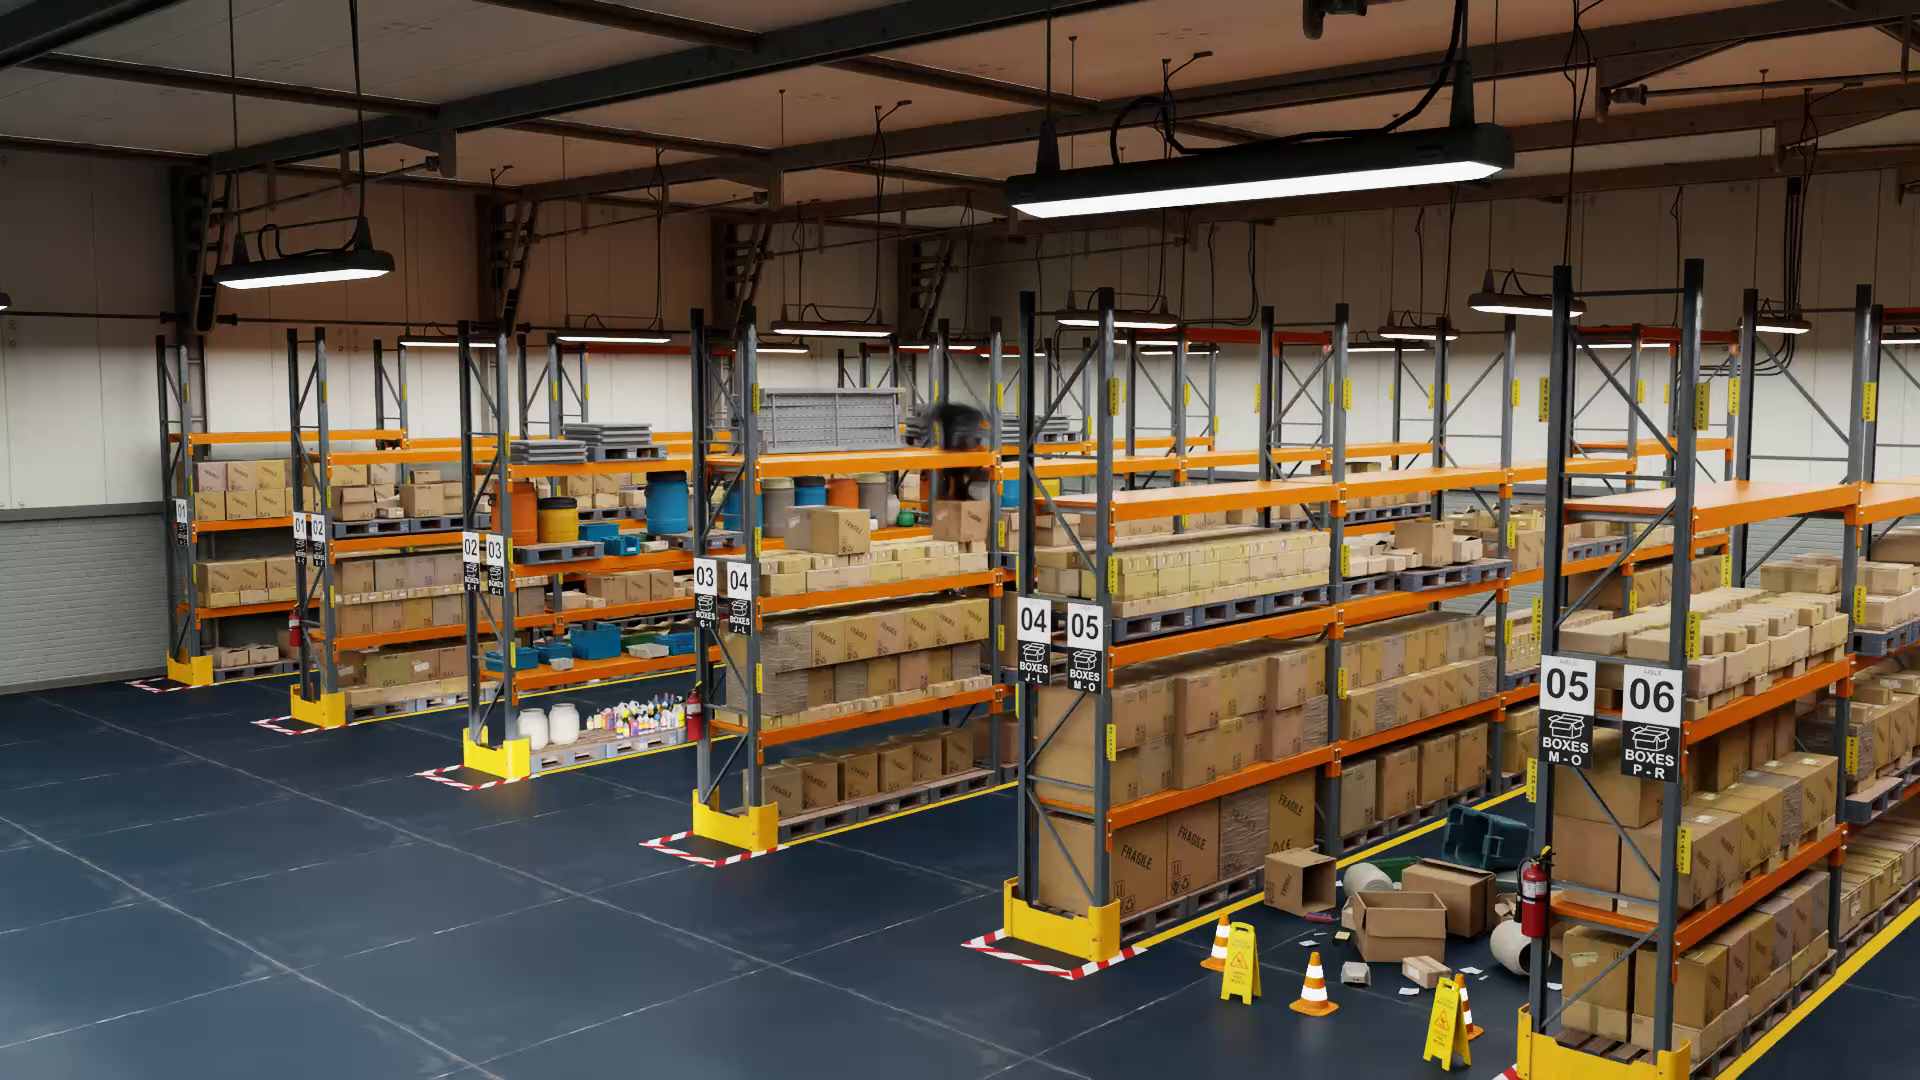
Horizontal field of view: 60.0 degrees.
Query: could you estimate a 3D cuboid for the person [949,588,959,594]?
[{"bbox_3d":[-0.269,1.350,31.667,0.654,1.700,0.729,3,6,26],"label":"person"}]
